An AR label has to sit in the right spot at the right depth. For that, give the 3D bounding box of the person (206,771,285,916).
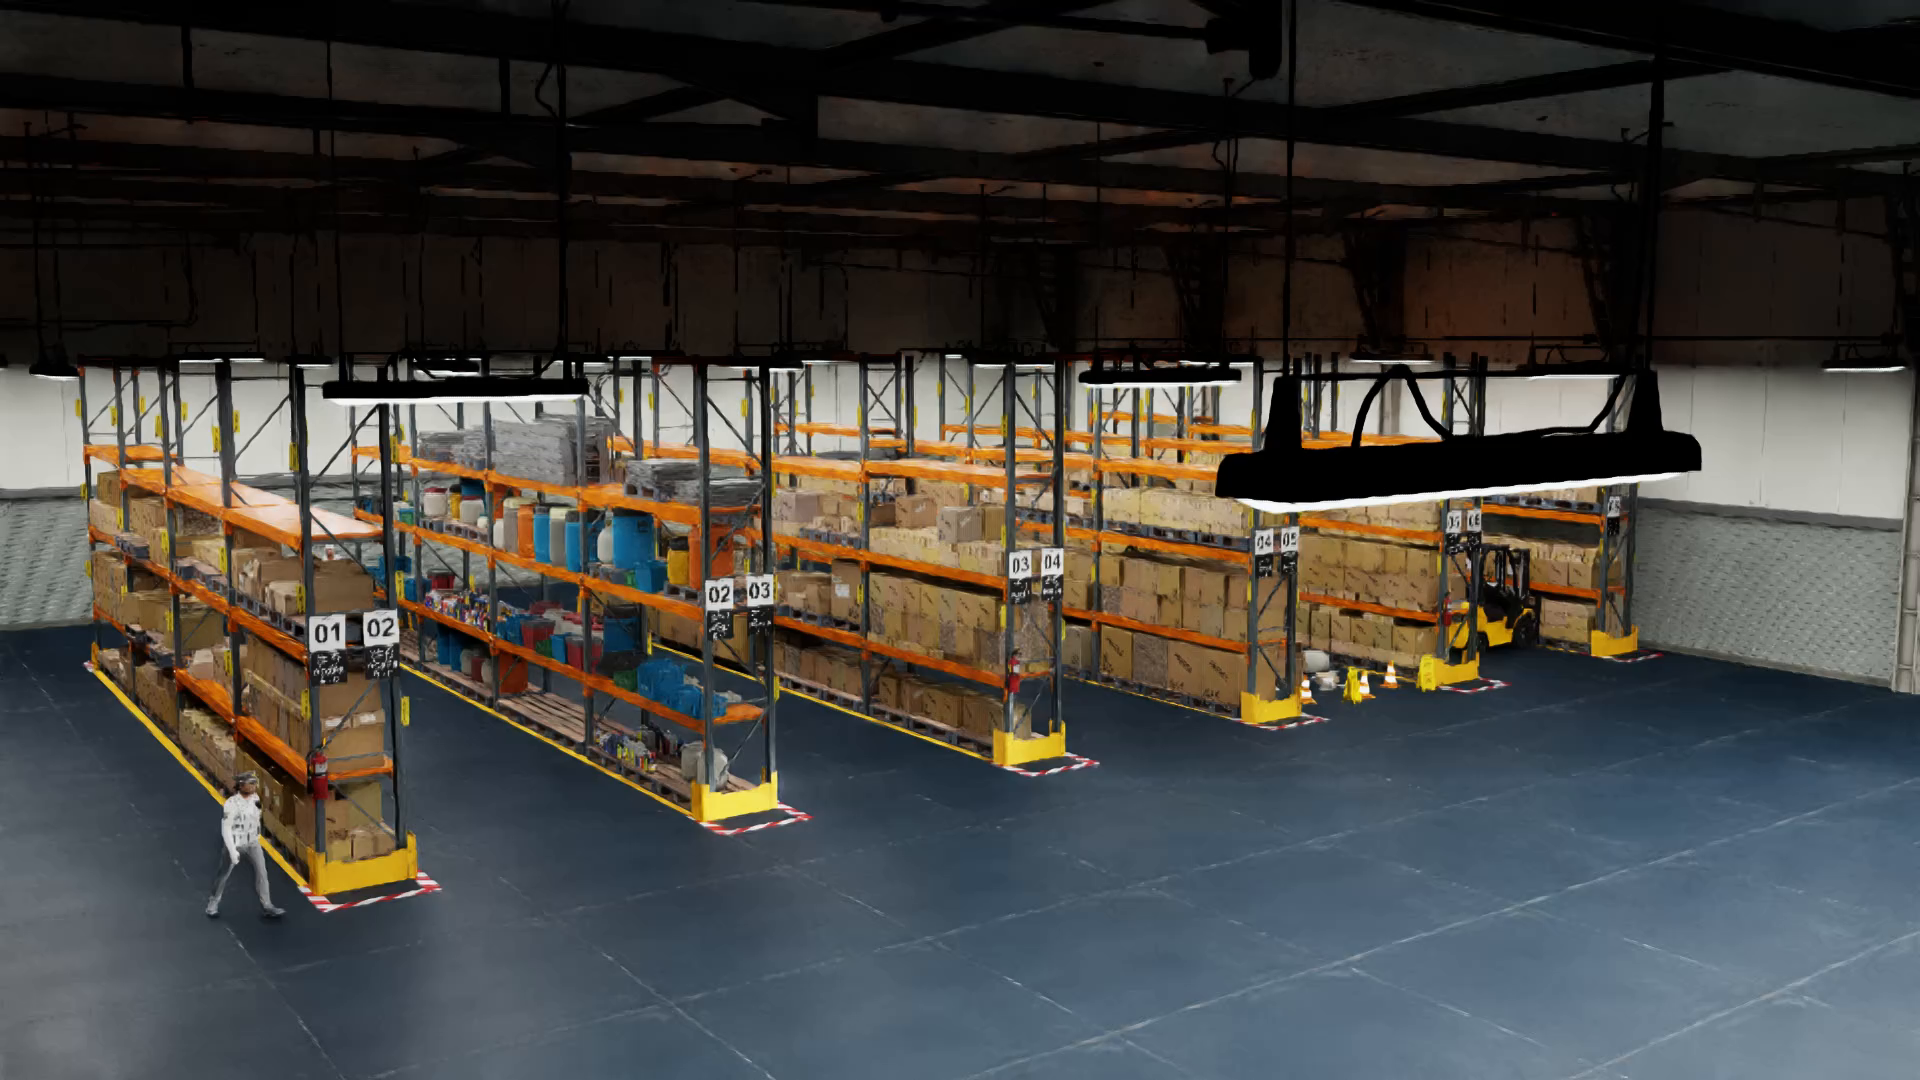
[{"bbox_3d":[-7.879,3.318,18.235,0.926,1.628,0.548,4,8,31],"label":"person"}]

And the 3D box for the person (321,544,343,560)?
[{"bbox_3d":[-14.234,0.911,37.712,0.596,1.734,0.987,-2,7,-15],"label":"person"}]

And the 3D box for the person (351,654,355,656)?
[{"bbox_3d":[-9.982,2.262,26.923,0.449,1.583,1.097,-5,9,-37],"label":"person"}]
